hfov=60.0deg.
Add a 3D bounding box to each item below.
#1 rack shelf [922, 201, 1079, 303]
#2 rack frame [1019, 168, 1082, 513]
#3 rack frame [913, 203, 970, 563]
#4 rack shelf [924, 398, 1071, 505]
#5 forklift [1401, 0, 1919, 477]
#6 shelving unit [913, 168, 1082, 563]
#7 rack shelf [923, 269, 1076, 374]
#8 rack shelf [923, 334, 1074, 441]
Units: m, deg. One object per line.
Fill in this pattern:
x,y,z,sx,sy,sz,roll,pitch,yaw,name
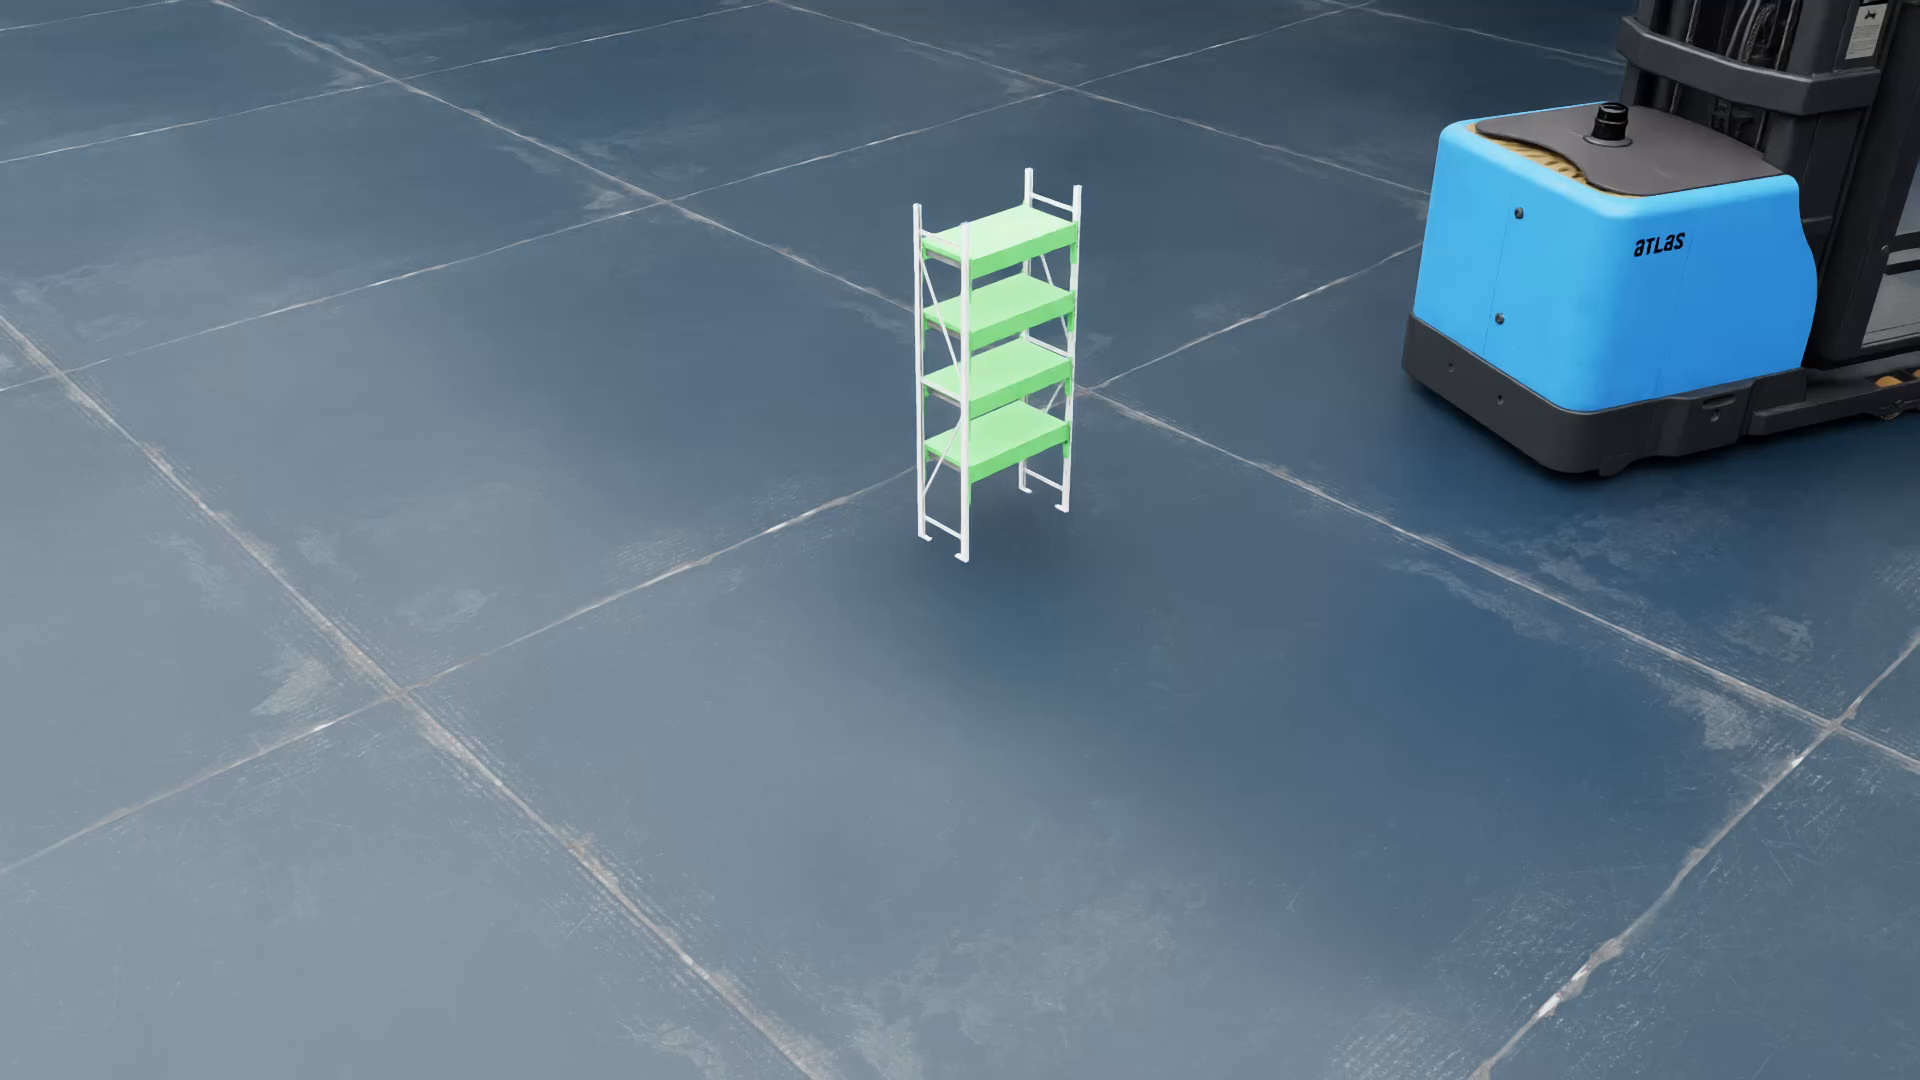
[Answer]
0.121,-0.926,5.316,0.480,0.148,0.258,-26,40,-35,rack shelf
0.300,-0.657,5.675,0.015,1.200,0.240,-26,40,-35,rack frame
-0.058,-0.484,5.391,0.015,1.200,0.240,-26,40,-35,rack frame
0.121,-0.311,5.692,0.480,0.148,0.258,-26,40,-35,rack shelf
3.362,-1.965,6.154,3.031,2.935,1.130,-12,33,-19,forklift
0.121,-0.571,5.533,0.503,1.200,0.258,-26,40,-35,shelving unit
0.121,-0.721,5.441,0.480,0.148,0.258,-26,40,-35,rack shelf
0.121,-0.516,5.566,0.480,0.148,0.258,-26,40,-35,rack shelf
